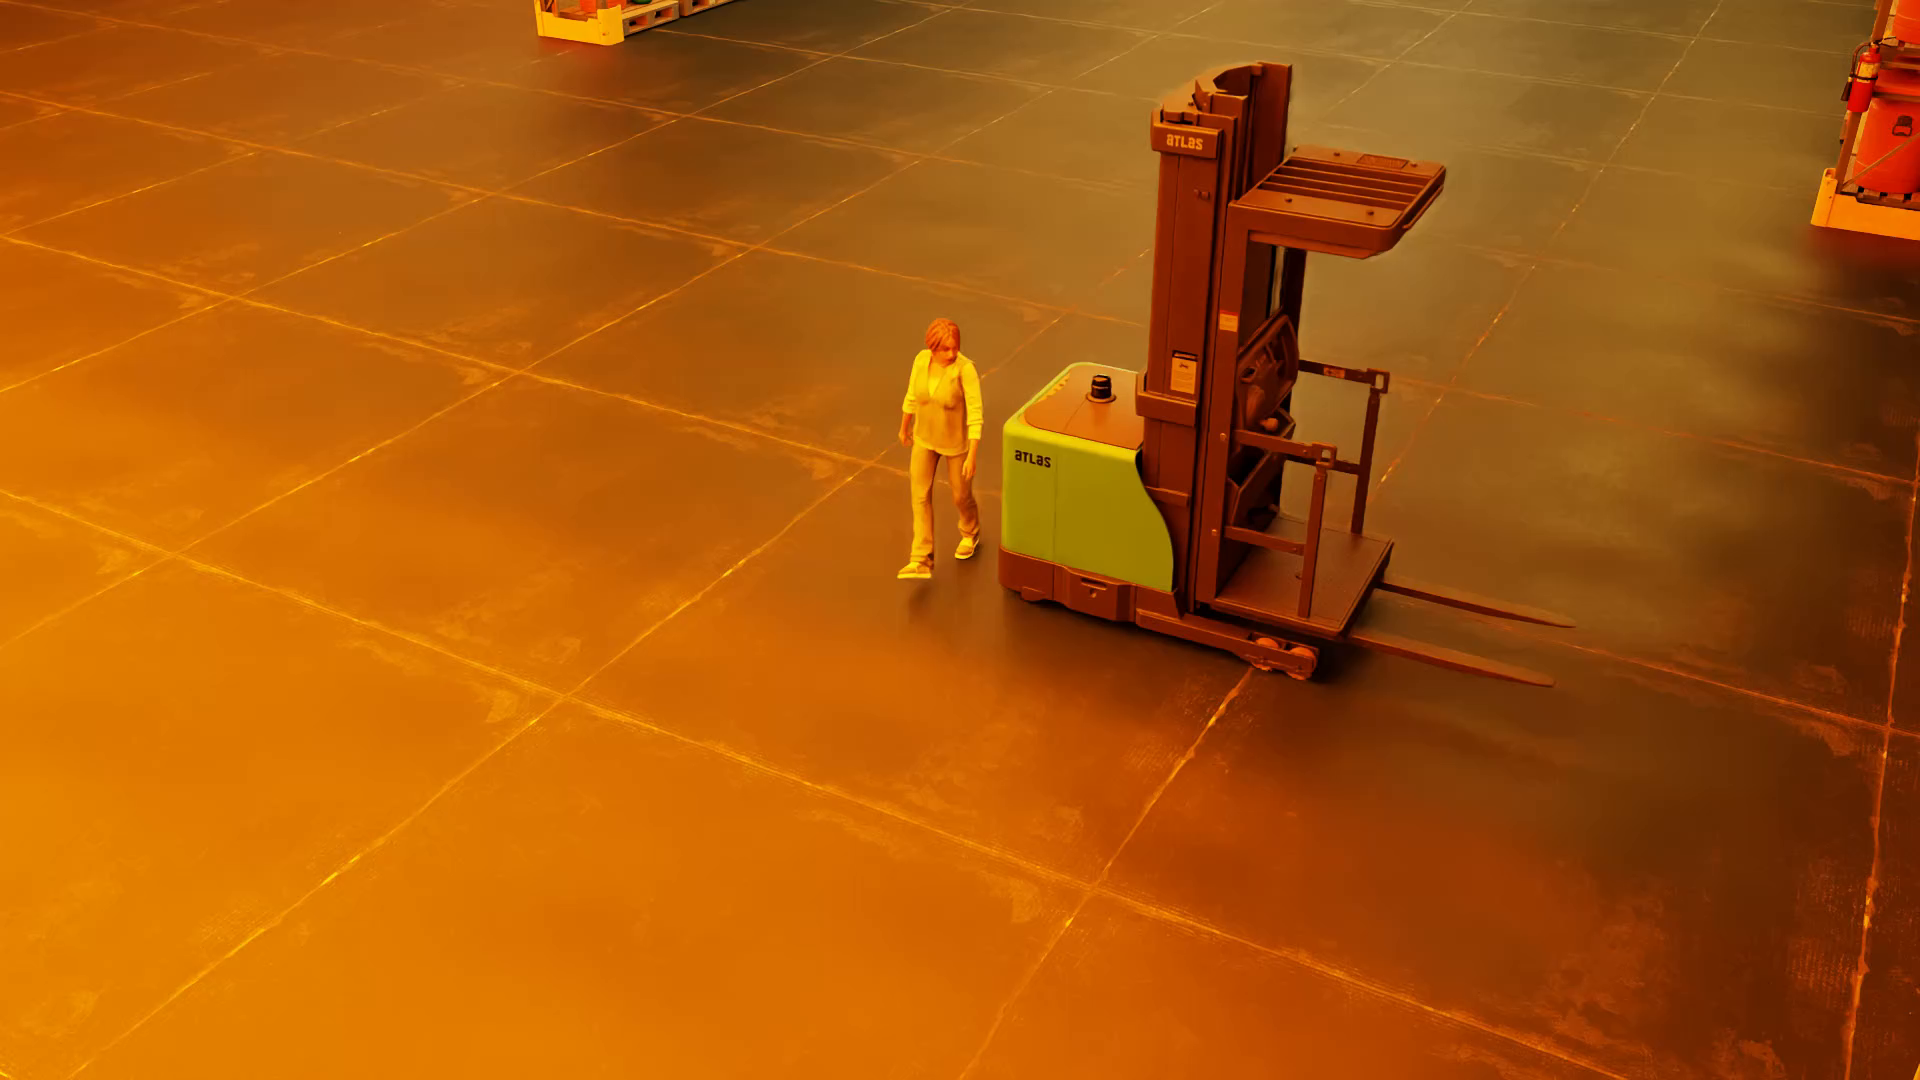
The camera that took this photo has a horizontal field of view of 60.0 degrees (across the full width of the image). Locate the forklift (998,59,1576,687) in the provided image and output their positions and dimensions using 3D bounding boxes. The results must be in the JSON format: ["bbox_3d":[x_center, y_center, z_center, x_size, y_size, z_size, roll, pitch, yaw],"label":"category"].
[{"bbox_3d":[1.767,-0.842,8.529,3.031,2.935,1.130,14,33,23],"label":"forklift"}]

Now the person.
[{"bbox_3d":[-0.139,-0.499,9.327,0.596,1.550,0.838,11,32,19],"label":"person"}]
